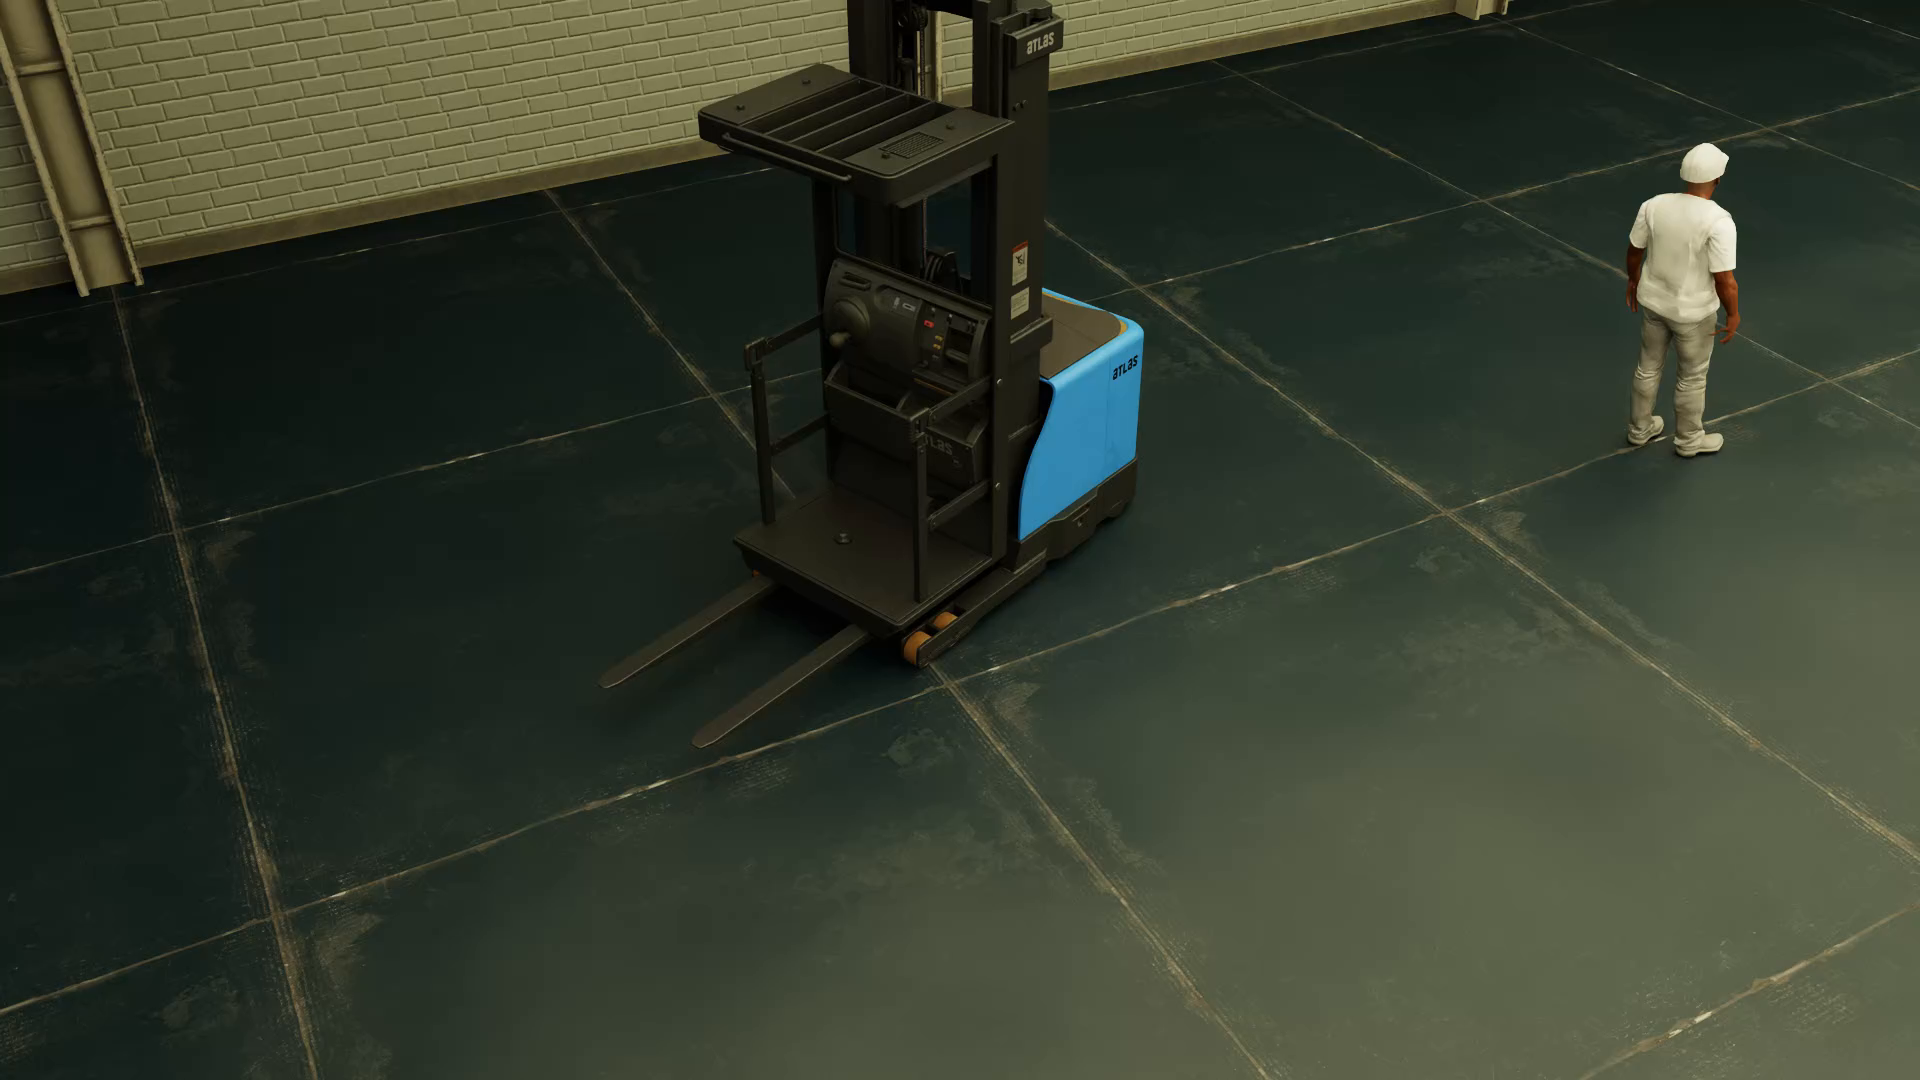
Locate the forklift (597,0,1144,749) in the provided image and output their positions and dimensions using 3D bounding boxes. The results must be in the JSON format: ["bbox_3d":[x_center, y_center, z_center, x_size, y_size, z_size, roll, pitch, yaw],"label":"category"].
[{"bbox_3d":[-0.390,-0.927,7.434,1.130,2.935,3.031,26,43,31],"label":"forklift"}]

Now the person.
[{"bbox_3d":[3.916,-1.301,8.960,0.577,1.766,0.666,-22,41,-28],"label":"person"}]
